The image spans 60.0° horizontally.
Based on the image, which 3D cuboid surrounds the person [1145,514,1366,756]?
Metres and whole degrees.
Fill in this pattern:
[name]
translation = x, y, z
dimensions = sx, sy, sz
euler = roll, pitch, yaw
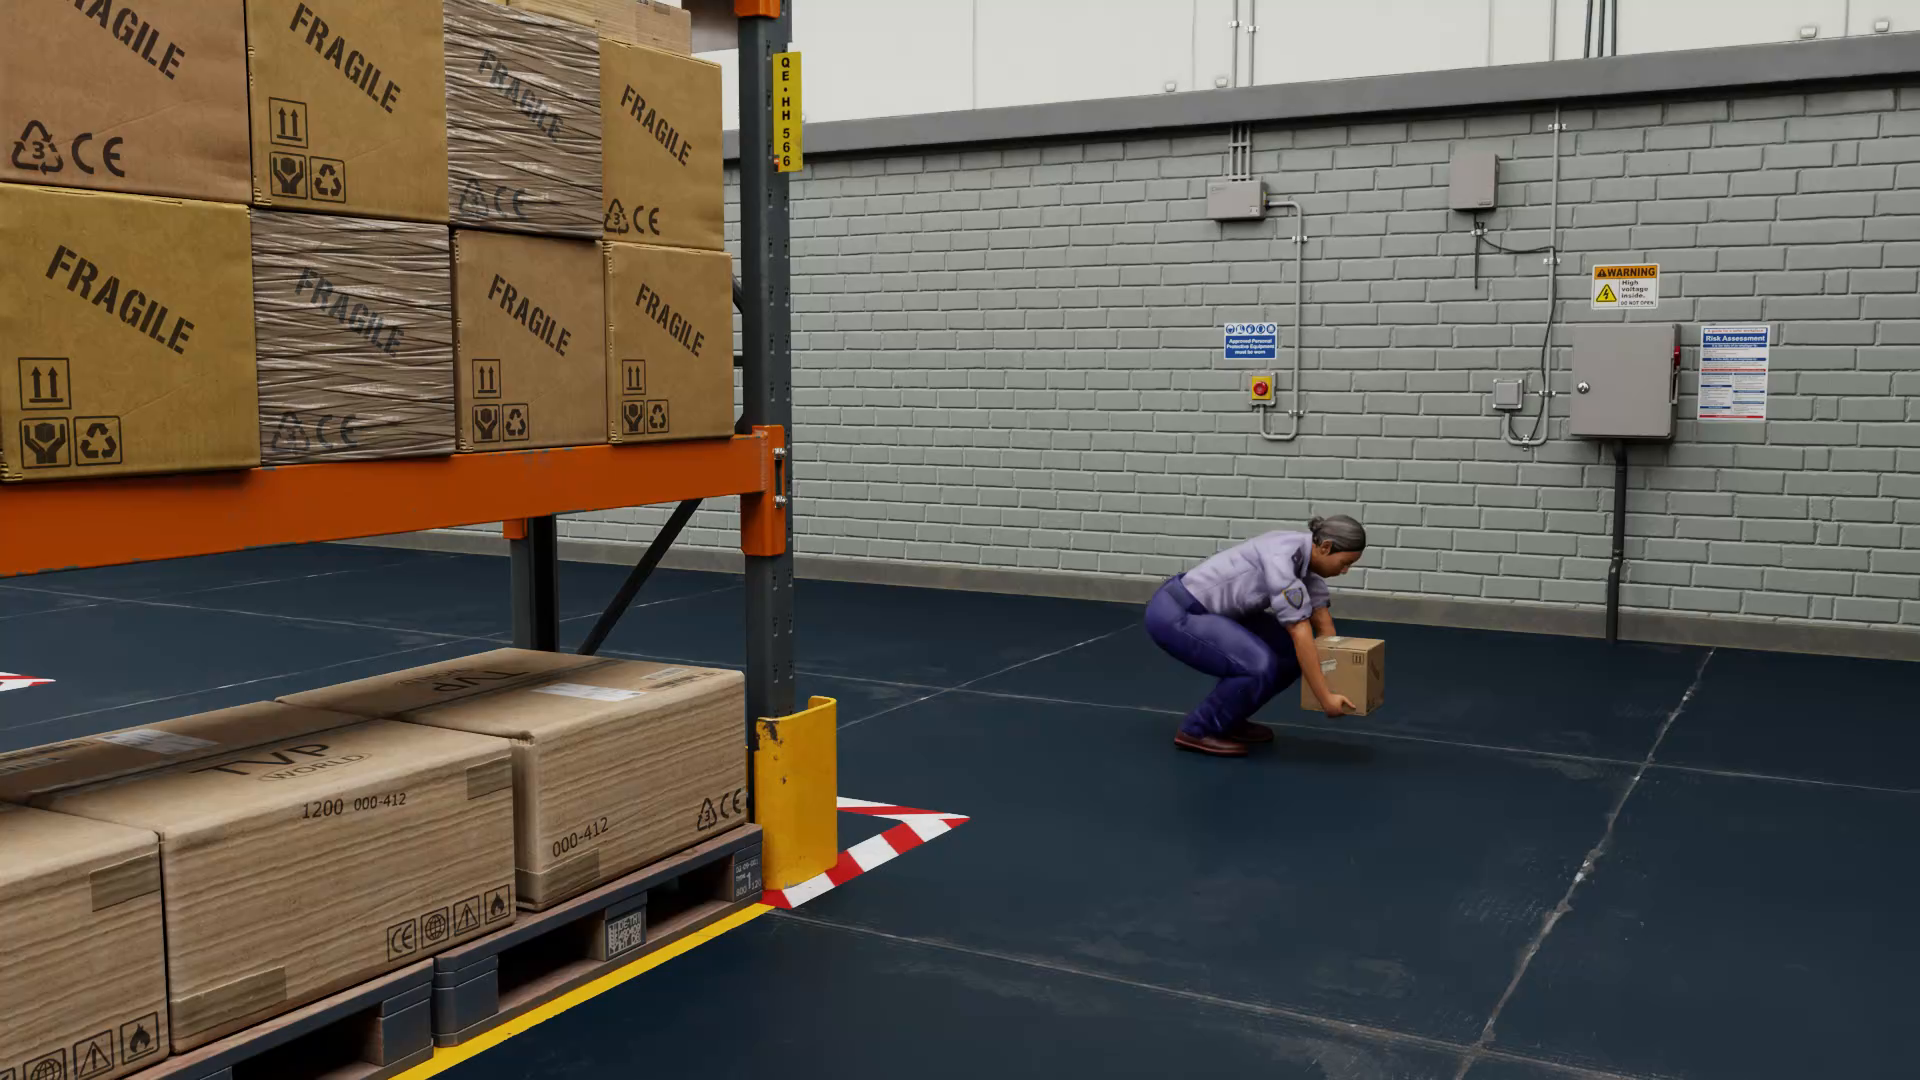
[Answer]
[person]
translation = 1.164, 0.359, 6.480
dimensions = 0.860, 0.937, 0.511
euler = 3, 7, 27
